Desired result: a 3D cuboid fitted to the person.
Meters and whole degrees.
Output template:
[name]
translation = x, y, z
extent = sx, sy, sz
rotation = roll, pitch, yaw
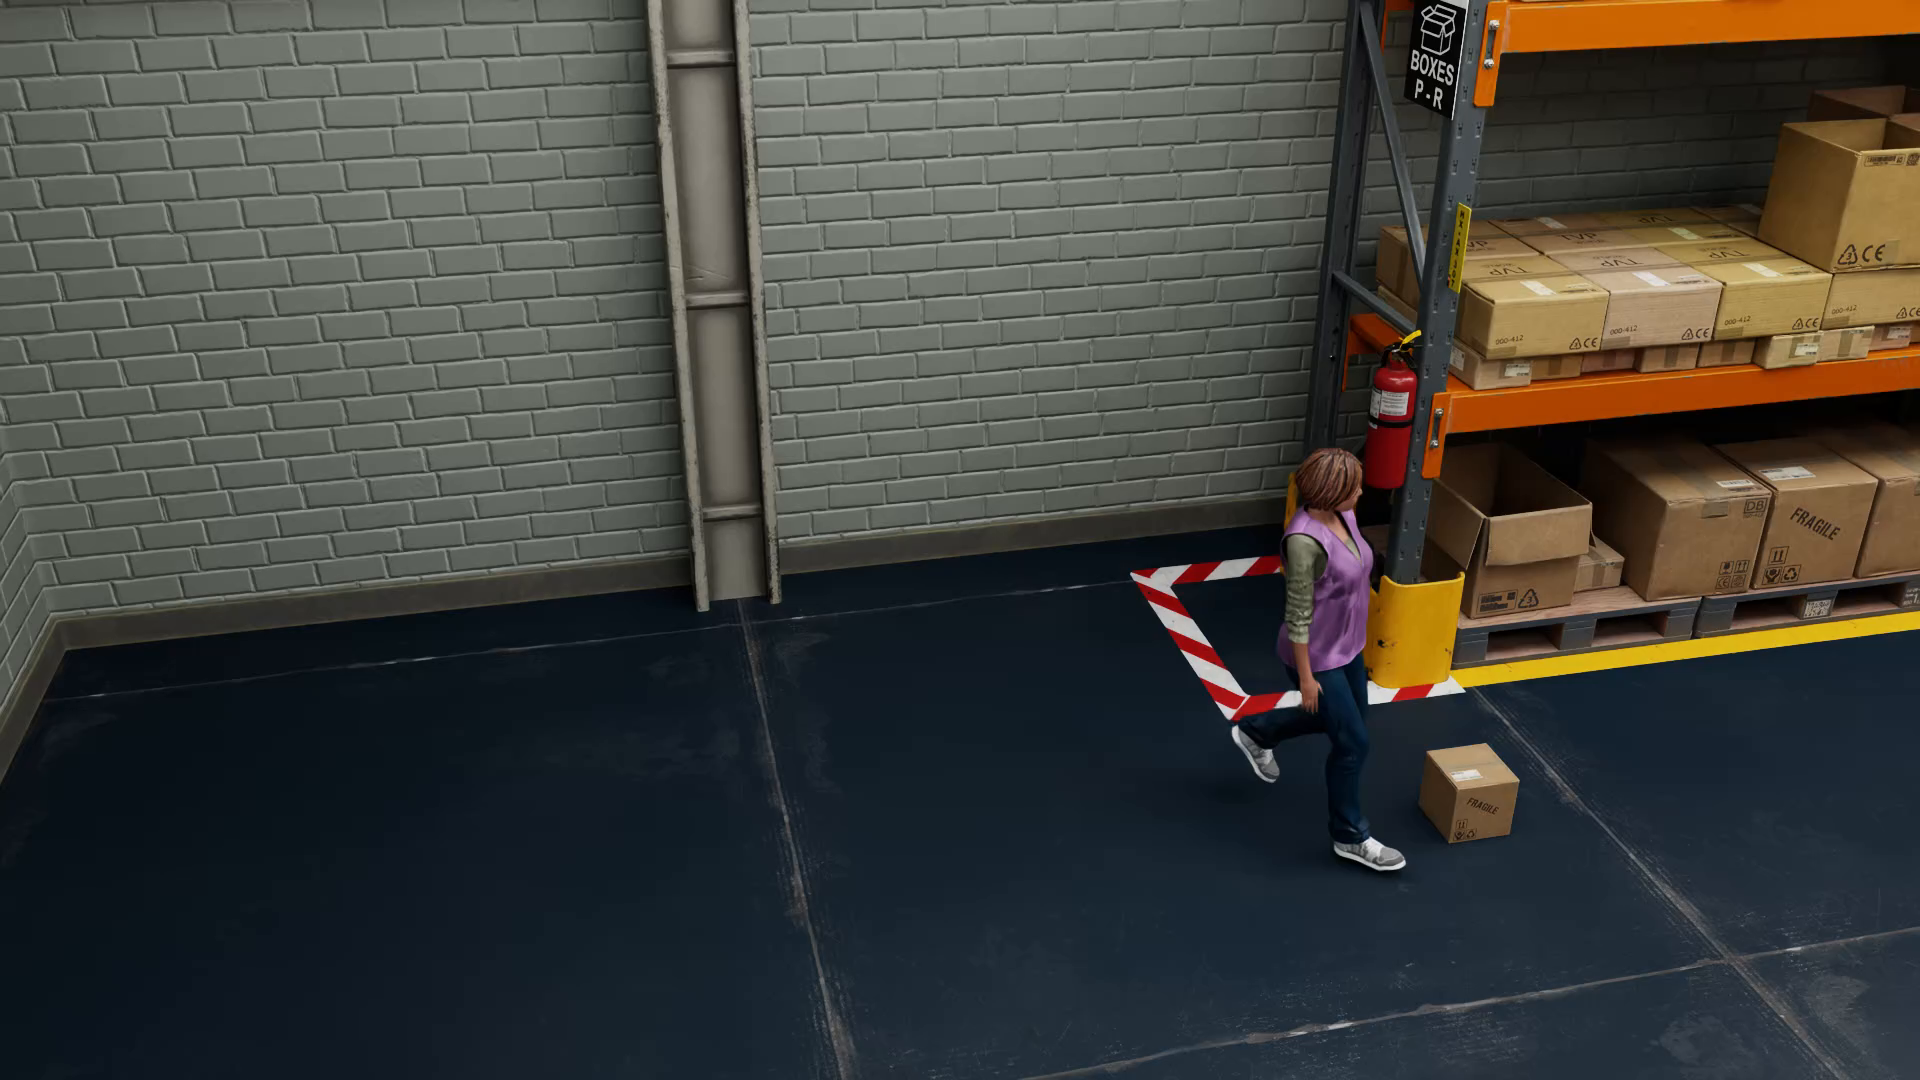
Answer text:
[person]
translation = 1.340, 0.400, 5.851
extent = 0.687, 1.574, 0.446
rotation = 13, 30, 24
